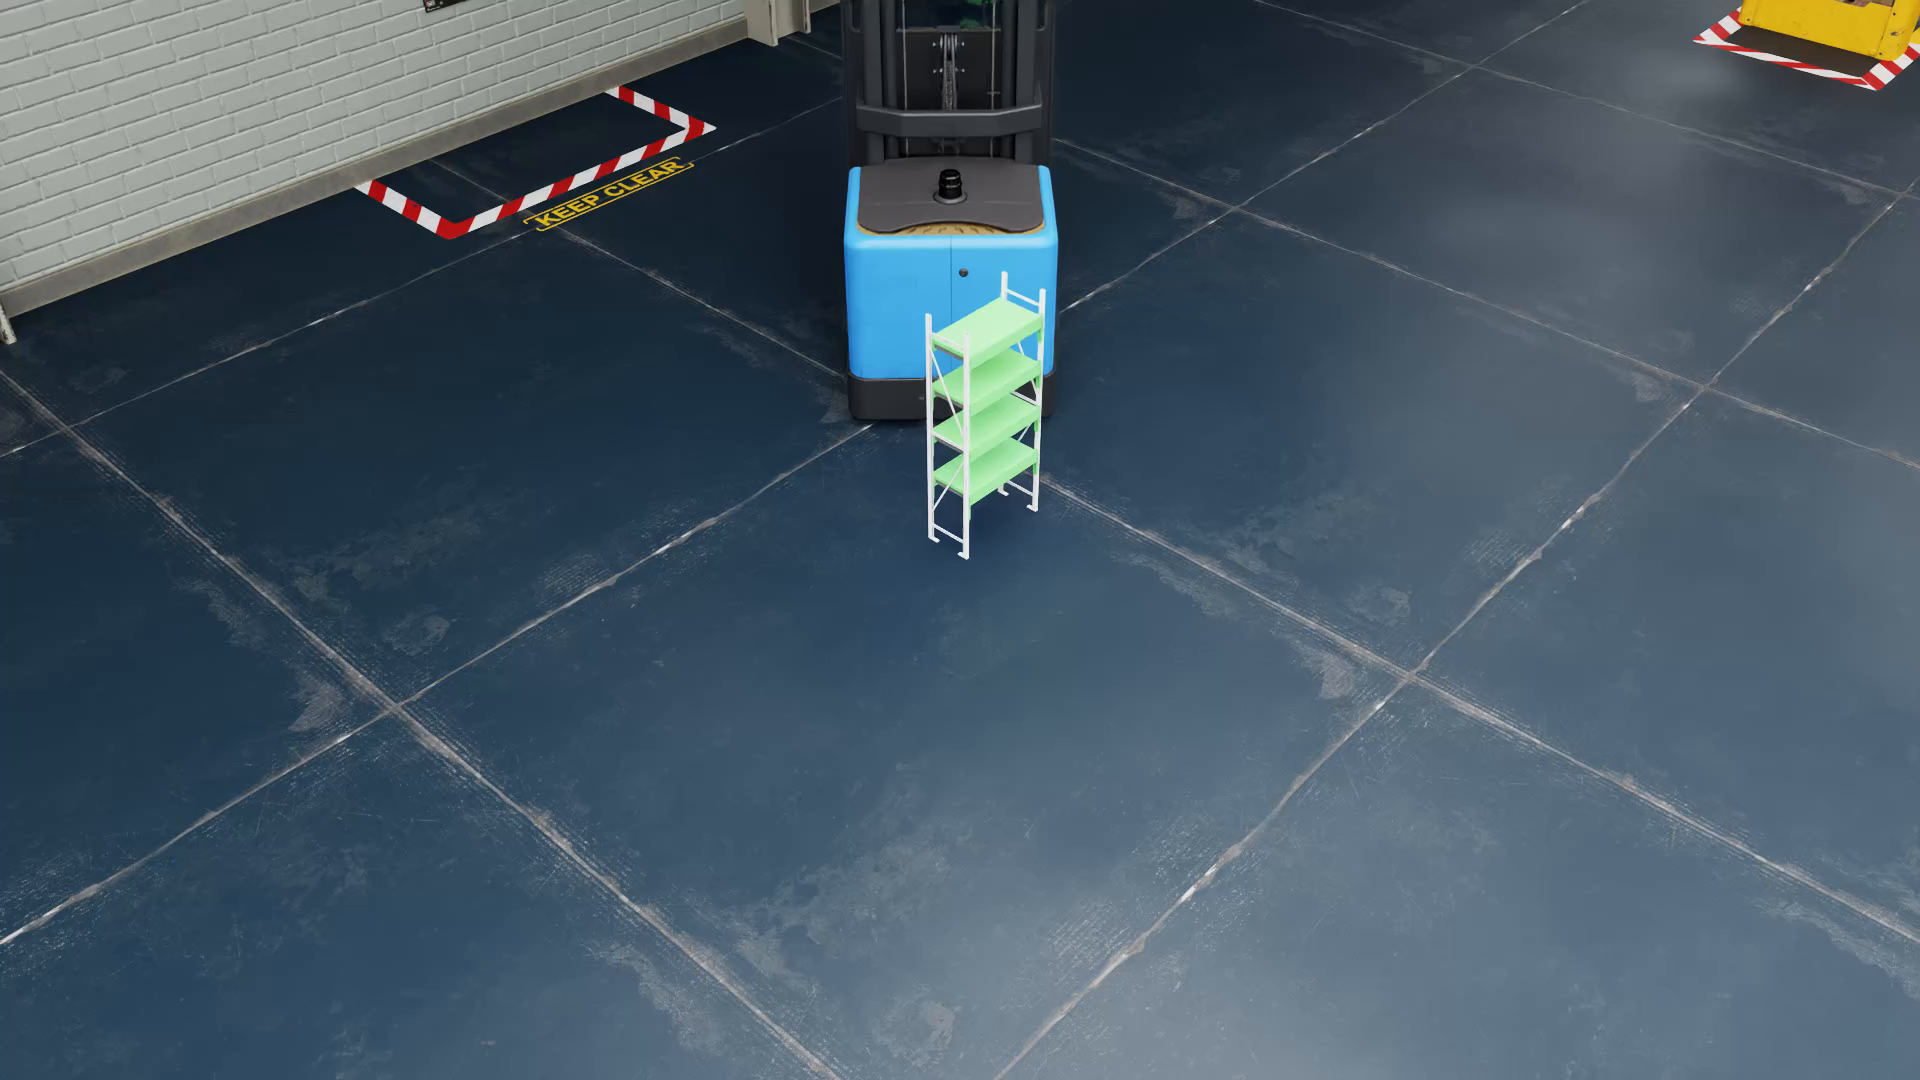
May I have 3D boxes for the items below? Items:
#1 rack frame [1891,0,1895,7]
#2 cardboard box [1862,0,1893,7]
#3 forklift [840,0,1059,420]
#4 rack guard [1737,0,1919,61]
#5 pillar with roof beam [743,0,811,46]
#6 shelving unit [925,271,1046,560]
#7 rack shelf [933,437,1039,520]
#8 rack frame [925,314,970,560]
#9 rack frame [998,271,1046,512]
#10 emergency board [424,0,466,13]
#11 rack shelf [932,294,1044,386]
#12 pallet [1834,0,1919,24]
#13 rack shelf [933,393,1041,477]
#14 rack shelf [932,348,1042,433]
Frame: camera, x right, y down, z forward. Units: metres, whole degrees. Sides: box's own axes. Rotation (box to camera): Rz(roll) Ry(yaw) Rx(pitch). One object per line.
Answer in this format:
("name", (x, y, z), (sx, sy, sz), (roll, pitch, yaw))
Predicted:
("rack frame", (6.502, -4.992, 11.618), (1.000, 3.000, 0.127), (30, 47, 32))
("cardboard box", (7.028, -4.233, 12.535), (0.500, 0.250, 0.500), (30, 47, 32))
("forklift", (-0.064, -2.644, 8.720), (1.130, 2.935, 3.031), (-1, 38, -1))
("rack guard", (6.486, -4.002, 12.382), (1.175, 0.500, 0.348), (30, 47, 32))
("pillar with roof beam", (1.807, -5.539, 7.485), (9.100, 9.000, 0.400), (30, 47, 32))
("shelving unit", (0.112, -0.546, 7.472), (0.258, 1.200, 0.503), (30, 47, 32))
("rack shelf", (0.112, -0.308, 7.661), (0.258, 0.148, 0.480), (30, 47, 32))
("rack frame", (-0.053, -0.434, 7.331), (0.240, 1.200, 0.015), (30, 47, 32))
("rack frame", (0.276, -0.658, 7.613), (0.240, 1.200, 0.015), (30, 47, 32))
("emergency board", (-3.086, -3.883, 10.223), (0.157, 1.169, 0.626), (30, 47, 32))
("rack shelf", (0.112, -0.871, 7.213), (0.258, 0.148, 0.480), (30, 47, 32))
("pallet", (6.987, -4.269, 12.949), (1.003, 0.211, 1.213), (30, 47, 32))
("rack shelf", (0.112, -0.496, 7.512), (0.258, 0.148, 0.480), (30, 47, 32))
("rack shelf", (0.112, -0.684, 7.363), (0.258, 0.148, 0.480), (30, 47, 32))
